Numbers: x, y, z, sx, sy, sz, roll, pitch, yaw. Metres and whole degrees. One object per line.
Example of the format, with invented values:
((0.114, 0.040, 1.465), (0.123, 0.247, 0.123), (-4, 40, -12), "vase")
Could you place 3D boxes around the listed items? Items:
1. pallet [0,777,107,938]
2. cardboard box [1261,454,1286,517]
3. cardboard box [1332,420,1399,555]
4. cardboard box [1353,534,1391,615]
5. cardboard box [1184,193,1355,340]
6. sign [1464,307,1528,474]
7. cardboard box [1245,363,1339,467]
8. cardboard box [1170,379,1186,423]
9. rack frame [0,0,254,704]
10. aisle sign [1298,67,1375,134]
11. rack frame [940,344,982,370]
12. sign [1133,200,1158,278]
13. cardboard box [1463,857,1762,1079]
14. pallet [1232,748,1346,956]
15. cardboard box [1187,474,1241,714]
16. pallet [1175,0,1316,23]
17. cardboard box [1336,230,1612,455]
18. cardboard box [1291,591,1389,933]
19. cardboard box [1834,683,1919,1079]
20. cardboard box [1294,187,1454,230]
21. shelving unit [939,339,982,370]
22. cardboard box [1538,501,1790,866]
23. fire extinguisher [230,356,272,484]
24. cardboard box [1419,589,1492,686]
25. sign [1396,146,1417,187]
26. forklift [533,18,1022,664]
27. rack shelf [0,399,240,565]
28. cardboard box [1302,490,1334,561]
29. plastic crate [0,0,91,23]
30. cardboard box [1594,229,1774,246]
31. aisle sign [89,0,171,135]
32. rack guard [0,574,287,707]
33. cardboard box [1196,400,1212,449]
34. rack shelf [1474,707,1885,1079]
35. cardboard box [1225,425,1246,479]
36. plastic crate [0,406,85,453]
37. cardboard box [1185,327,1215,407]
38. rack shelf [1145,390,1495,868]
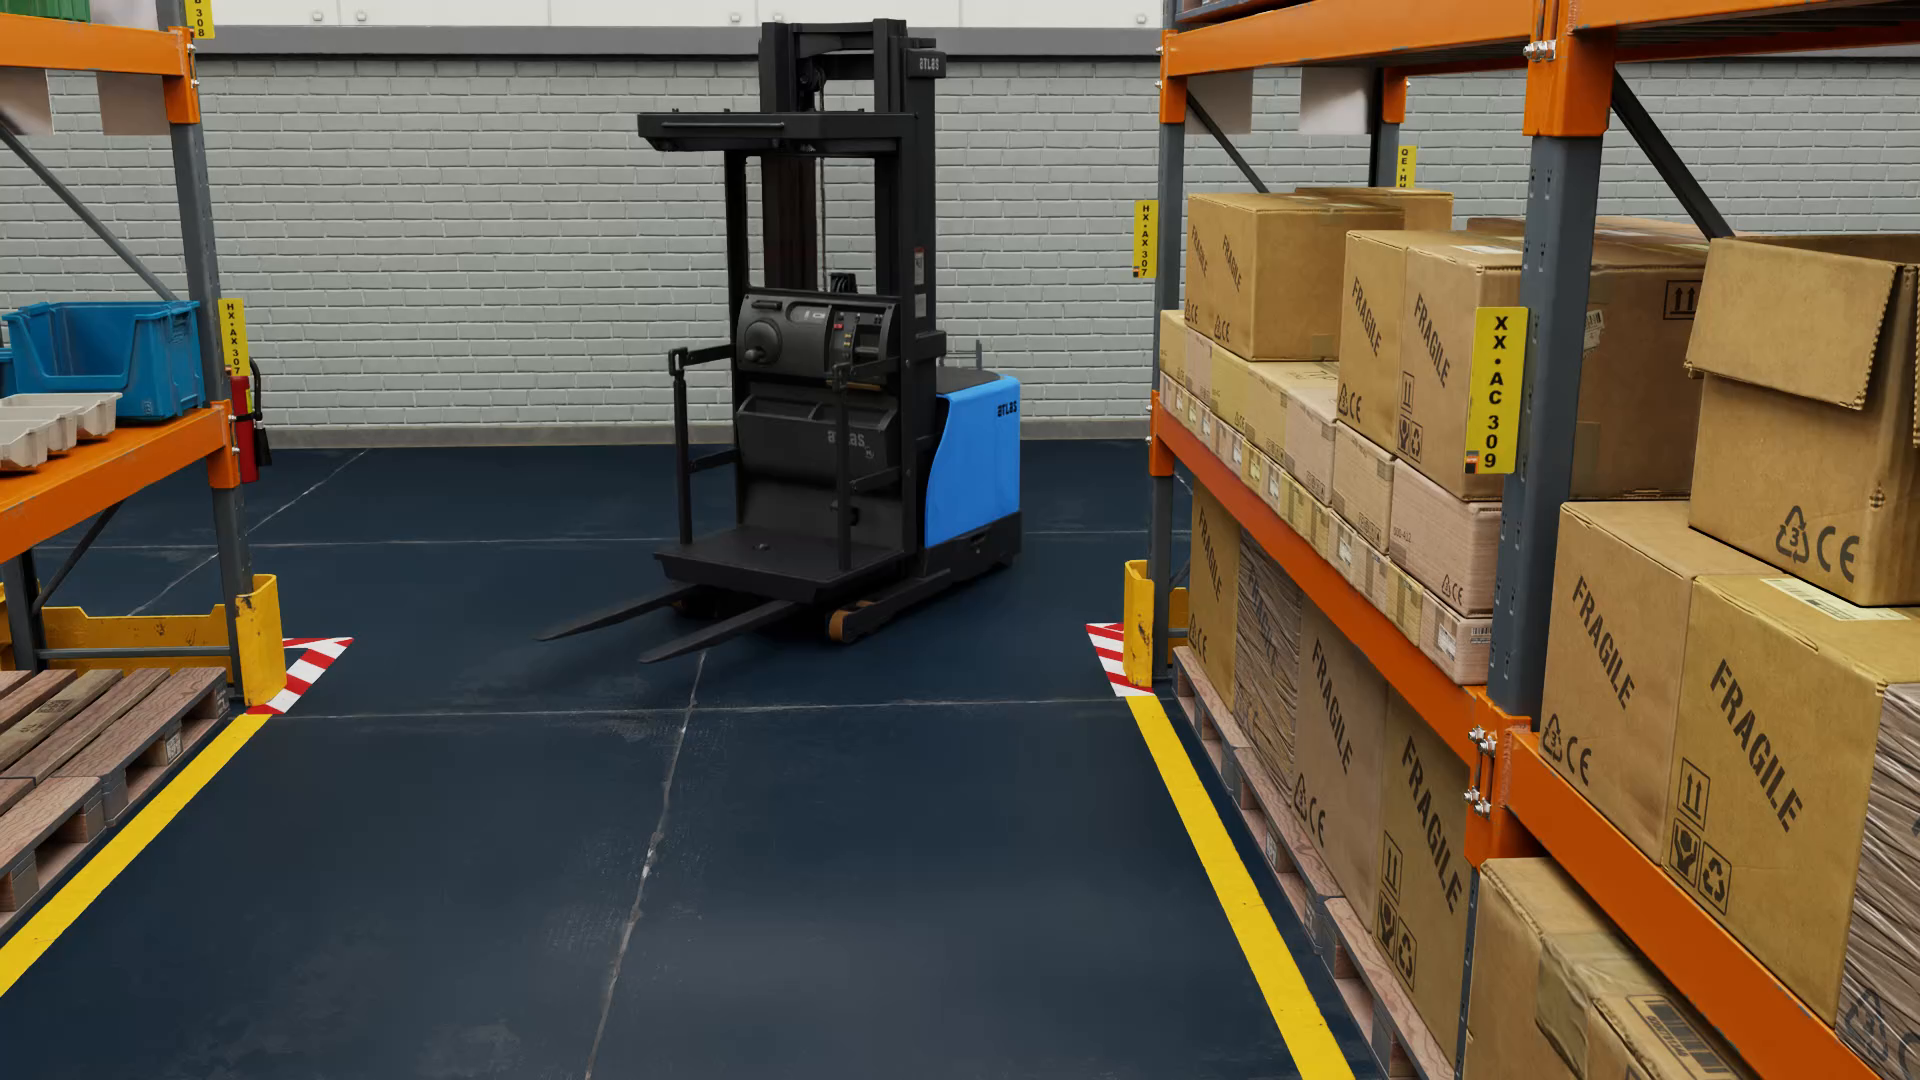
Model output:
((-3.511, 1.100, 5.328), (1.003, 0.211, 1.213), (-1, 14, -3), "pallet")
((1.155, -0.173, 5.182), (0.380, 0.149, 0.250), (-1, 14, -3), "cardboard box")
((1.272, -0.146, 4.280), (0.500, 0.250, 0.500), (0, 14, -2), "cardboard box")
((1.218, 0.082, 4.191), (0.380, 0.149, 0.250), (-1, 14, -4), "cardboard box")
((1.139, -1.022, 6.178), (0.500, 0.500, 0.500), (-1, 14, -5), "cardboard box")
((1.042, -0.289, 3.235), (0.100, 0.325, 0.005), (-1, 14, -3), "sign")
((1.212, -0.399, 5.263), (0.500, 0.250, 0.500), (-1, 14, -5), "cardboard box")
((1.058, -0.557, 6.674), (0.380, 0.149, 0.250), (-1, 14, -4), "cardboard box")
((-3.596, -0.759, 6.956), (1.000, 3.000, 0.127), (-1, 14, -3), "rack frame")
((1.643, -2.117, 7.017), (0.394, 0.787, 0.004), (-1, 14, -3), "aisle sign")
((0.007, -0.555, 9.774), (0.240, 1.200, 0.006), (-1, 14, -3), "rack frame")
((0.793, -1.286, 7.108), (0.100, 0.325, 0.005), (-1, 14, -3), "sign")
((1.655, 1.144, 2.982), (1.225, 0.875, 0.875), (-1, 14, -3), "cardboard box")
((1.548, 1.015, 5.656), (1.003, 0.211, 1.213), (-1, 14, -3), "pallet")
((1.467, 0.148, 6.852), (0.875, 0.875, 0.875), (-1, 14, -3), "cardboard box")
((1.404, -2.061, 6.174), (1.003, 0.211, 1.213), (-1, 14, -3), "pallet")
((1.273, -0.510, 4.188), (0.500, 0.500, 0.500), (-1, 14, -3), "cardboard box")
((1.579, 0.596, 5.112), (0.875, 0.875, 0.875), (-1, 14, -3), "cardboard box")
((1.437, 0.479, 1.945), (0.500, 0.500, 0.500), (-1, 14, -5), "cardboard box")
((1.640, -1.153, 6.687), (0.500, 0.500, 0.500), (-1, 14, -3), "cardboard box")
((0.001, -0.577, 9.863), (0.258, 1.200, 0.189), (-1, 14, -3), "shelving unit")
((1.374, 0.229, 2.915), (0.500, 0.500, 0.500), (-1, 14, -3), "cardboard box")
((-3.152, -0.585, 7.186), (0.296, 0.674, 0.183), (-1, 14, -3), "fire extinguisher")
((1.250, 0.210, 3.694), (0.380, 0.149, 0.250), (-1, 14, -3), "cardboard box")
((1.890, -1.516, 7.099), (0.100, 0.325, 0.005), (-1, 14, -3), "sign")
((-0.841, -1.045, 8.206), (1.130, 2.935, 3.031), (9, 17, 30), "forklift")
((-3.472, 0.087, 5.113), (1.077, 0.370, 4.000), (-1, 14, -3), "rack shelf")
((1.185, -0.046, 4.688), (0.380, 0.149, 0.250), (-1, 14, -2), "cardboard box")
((-3.250, -1.868, 5.673), (0.450, 0.188, 0.336), (-1, 14, -3), "plastic crate")
((1.798, -0.521, 4.230), (0.500, 0.500, 0.500), (-1, 14, -3), "cardboard box")
((-3.308, -2.040, 6.720), (0.394, 0.787, 0.004), (-1, 14, -3), "aisle sign")
((-3.610, 0.446, 7.290), (1.175, 0.500, 0.348), (-1, 14, -3), "rack guard")
((1.091, -0.428, 6.175), (0.380, 0.149, 0.250), (-1, 14, -4), "cardboard box")
((1.719, 1.005, 1.544), (1.077, 0.370, 4.000), (-1, 14, -3), "rack shelf")
((1.122, -0.301, 5.679), (0.380, 0.149, 0.250), (-1, 14, -4), "cardboard box")
((-3.361, -0.388, 5.923), (0.396, 0.136, 0.243), (-1, 14, -3), "plastic crate")
((1.147, -0.654, 6.253), (0.500, 0.250, 0.500), (-1, 14, -4), "cardboard box")
((1.472, 0.010, 5.410), (1.077, 0.370, 4.000), (-1, 14, -3), "rack shelf")
